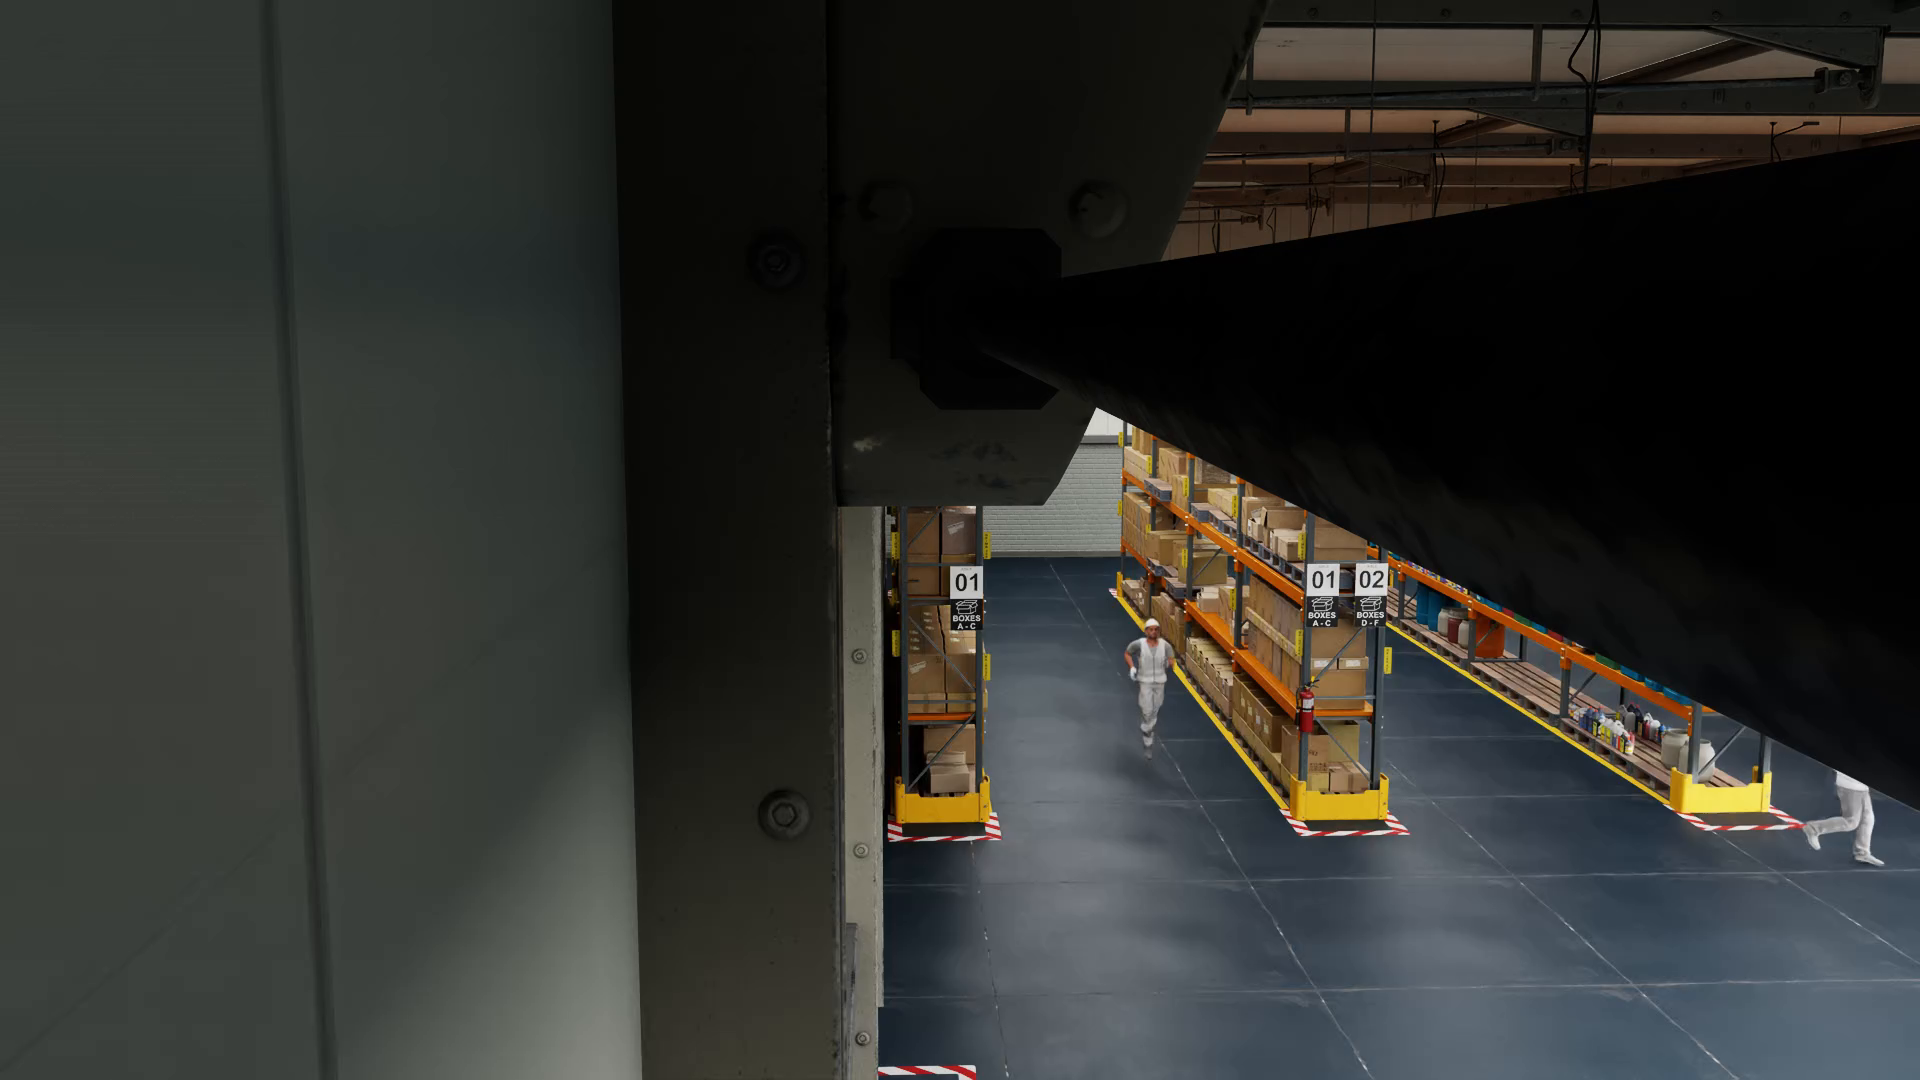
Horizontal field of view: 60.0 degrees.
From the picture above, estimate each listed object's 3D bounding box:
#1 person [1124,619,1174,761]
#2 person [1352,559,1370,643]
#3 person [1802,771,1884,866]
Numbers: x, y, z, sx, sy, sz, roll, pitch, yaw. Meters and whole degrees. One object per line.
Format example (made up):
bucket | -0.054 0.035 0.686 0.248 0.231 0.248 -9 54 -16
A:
person | 2.614 2.016 22.679 0.631 1.899 0.715 -1 8 -10
person | 7.636 1.142 31.431 0.615 1.605 0.546 -1 8 -4
person | 10.175 2.812 19.046 0.841 1.771 0.670 5 10 34
